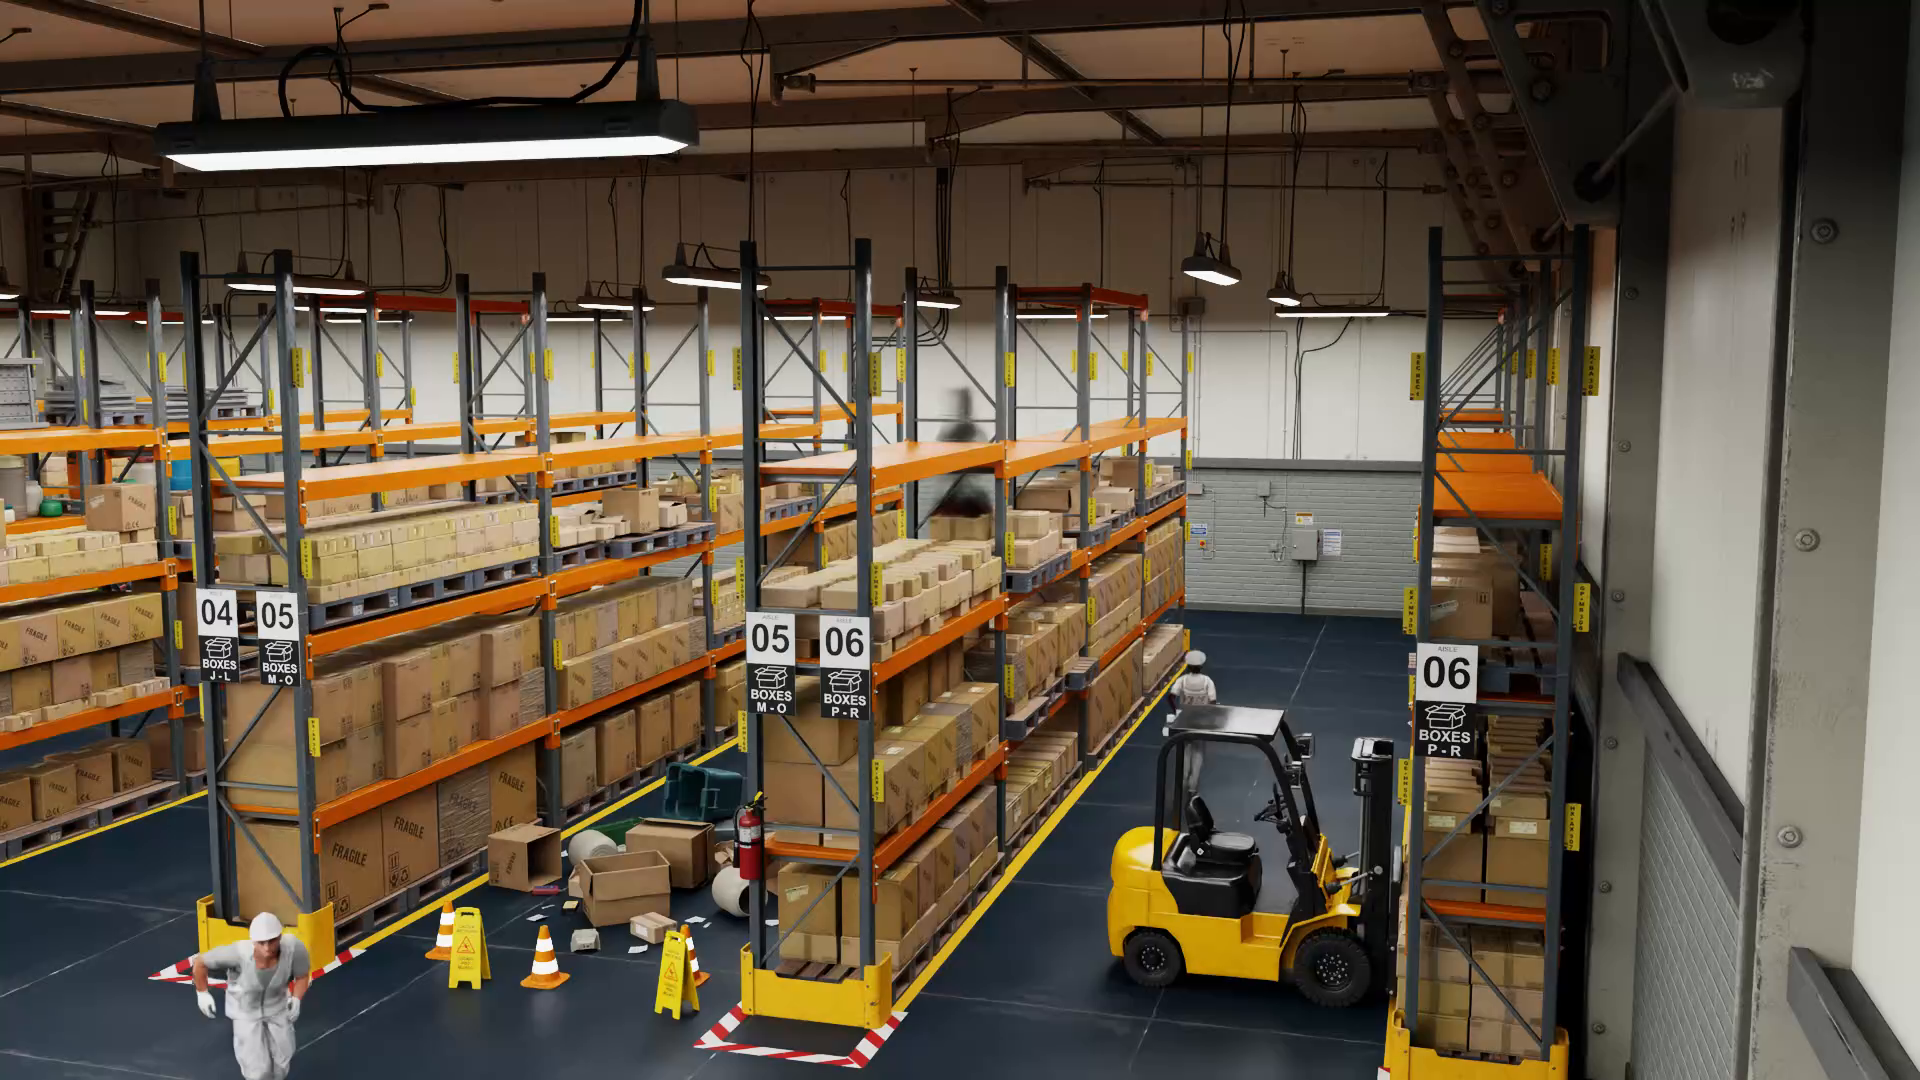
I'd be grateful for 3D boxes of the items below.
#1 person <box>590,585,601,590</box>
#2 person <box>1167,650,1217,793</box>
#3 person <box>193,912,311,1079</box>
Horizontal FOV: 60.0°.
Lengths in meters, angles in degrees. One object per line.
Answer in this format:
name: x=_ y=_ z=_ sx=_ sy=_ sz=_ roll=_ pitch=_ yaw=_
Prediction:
person: x=-5.393 y=1.520 z=24.980 sx=0.683 sy=1.743 sz=0.850 roll=1 pitch=6 yaw=9
person: x=2.764 y=2.137 z=19.664 sx=0.557 sy=1.695 sz=0.623 roll=2 pitch=7 yaw=18
person: x=-4.634 y=3.166 z=10.935 sx=0.694 sy=1.591 sz=0.827 roll=-4 pitch=8 yaw=-34
